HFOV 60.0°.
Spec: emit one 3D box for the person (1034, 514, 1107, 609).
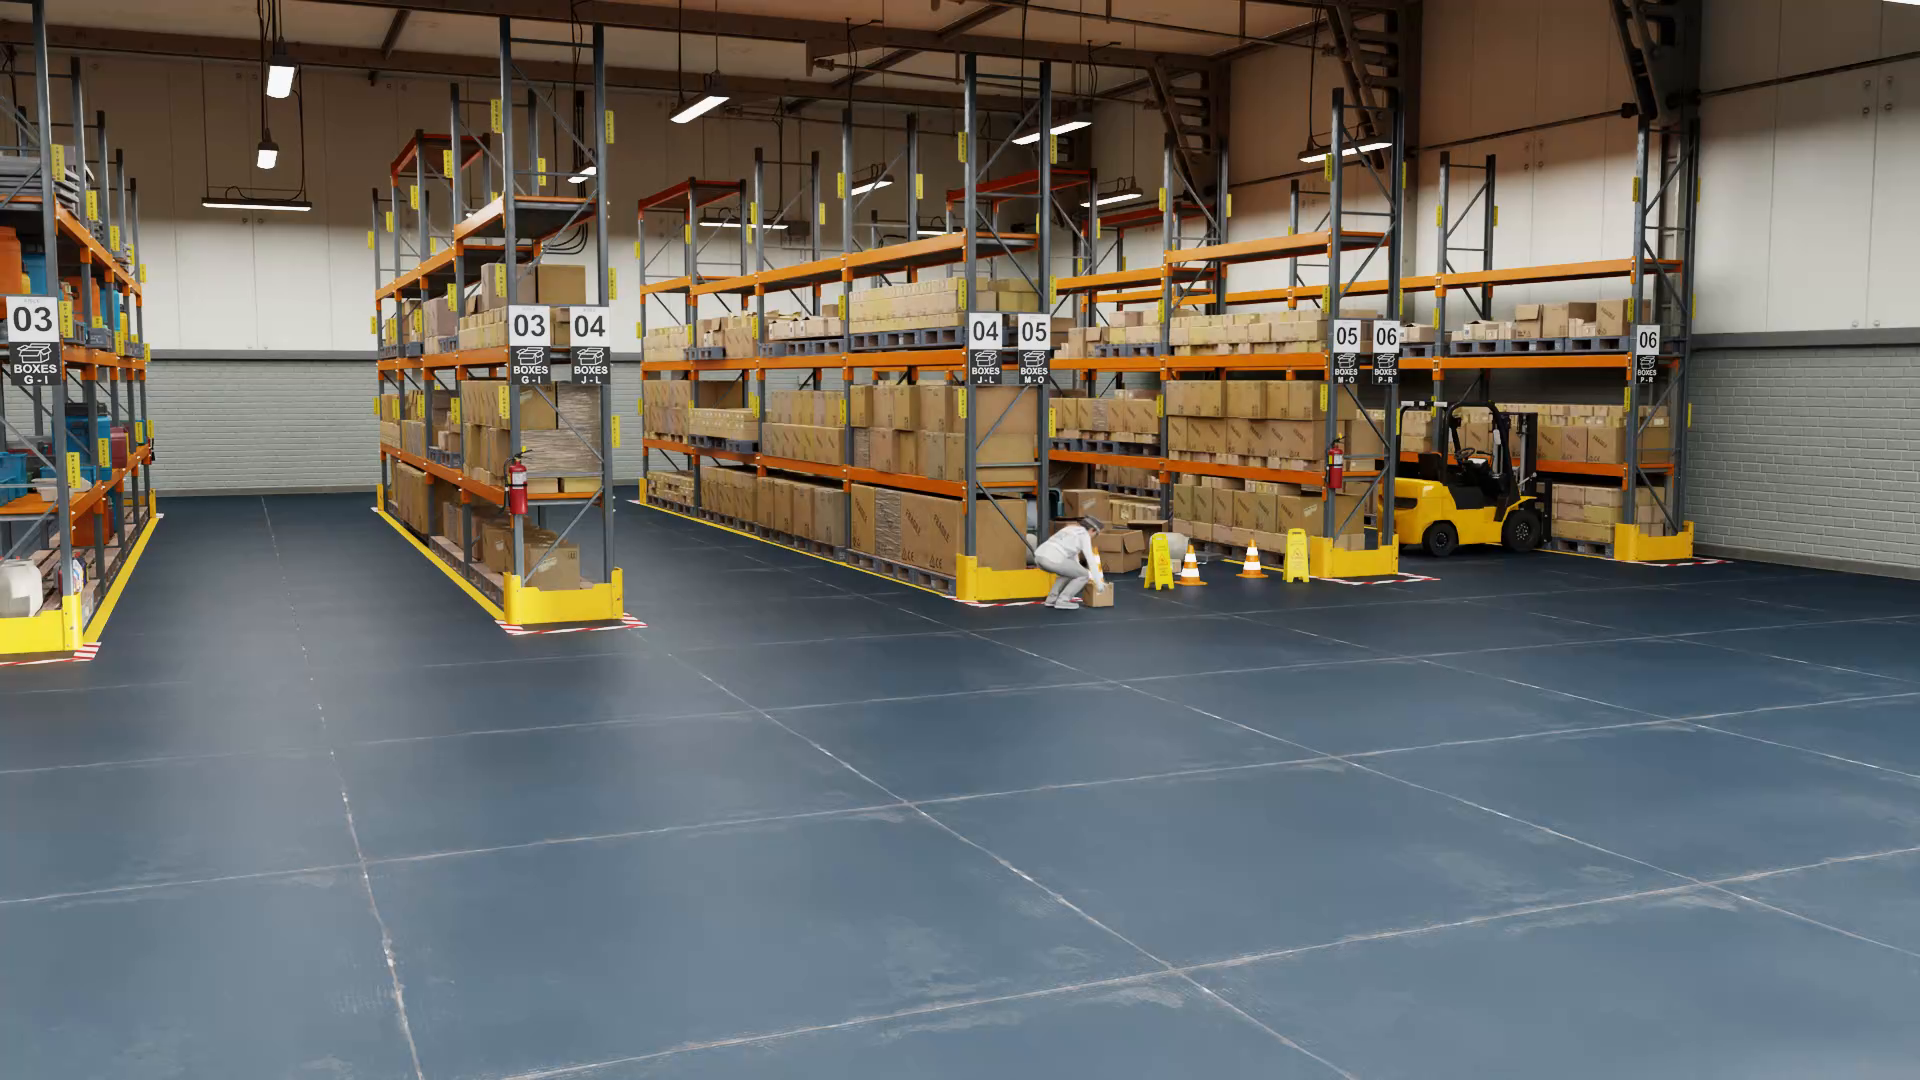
[{"bbox_3d":[1.198,0.230,18.080,0.841,1.006,0.500,-2,6,-24],"label":"person"}]
